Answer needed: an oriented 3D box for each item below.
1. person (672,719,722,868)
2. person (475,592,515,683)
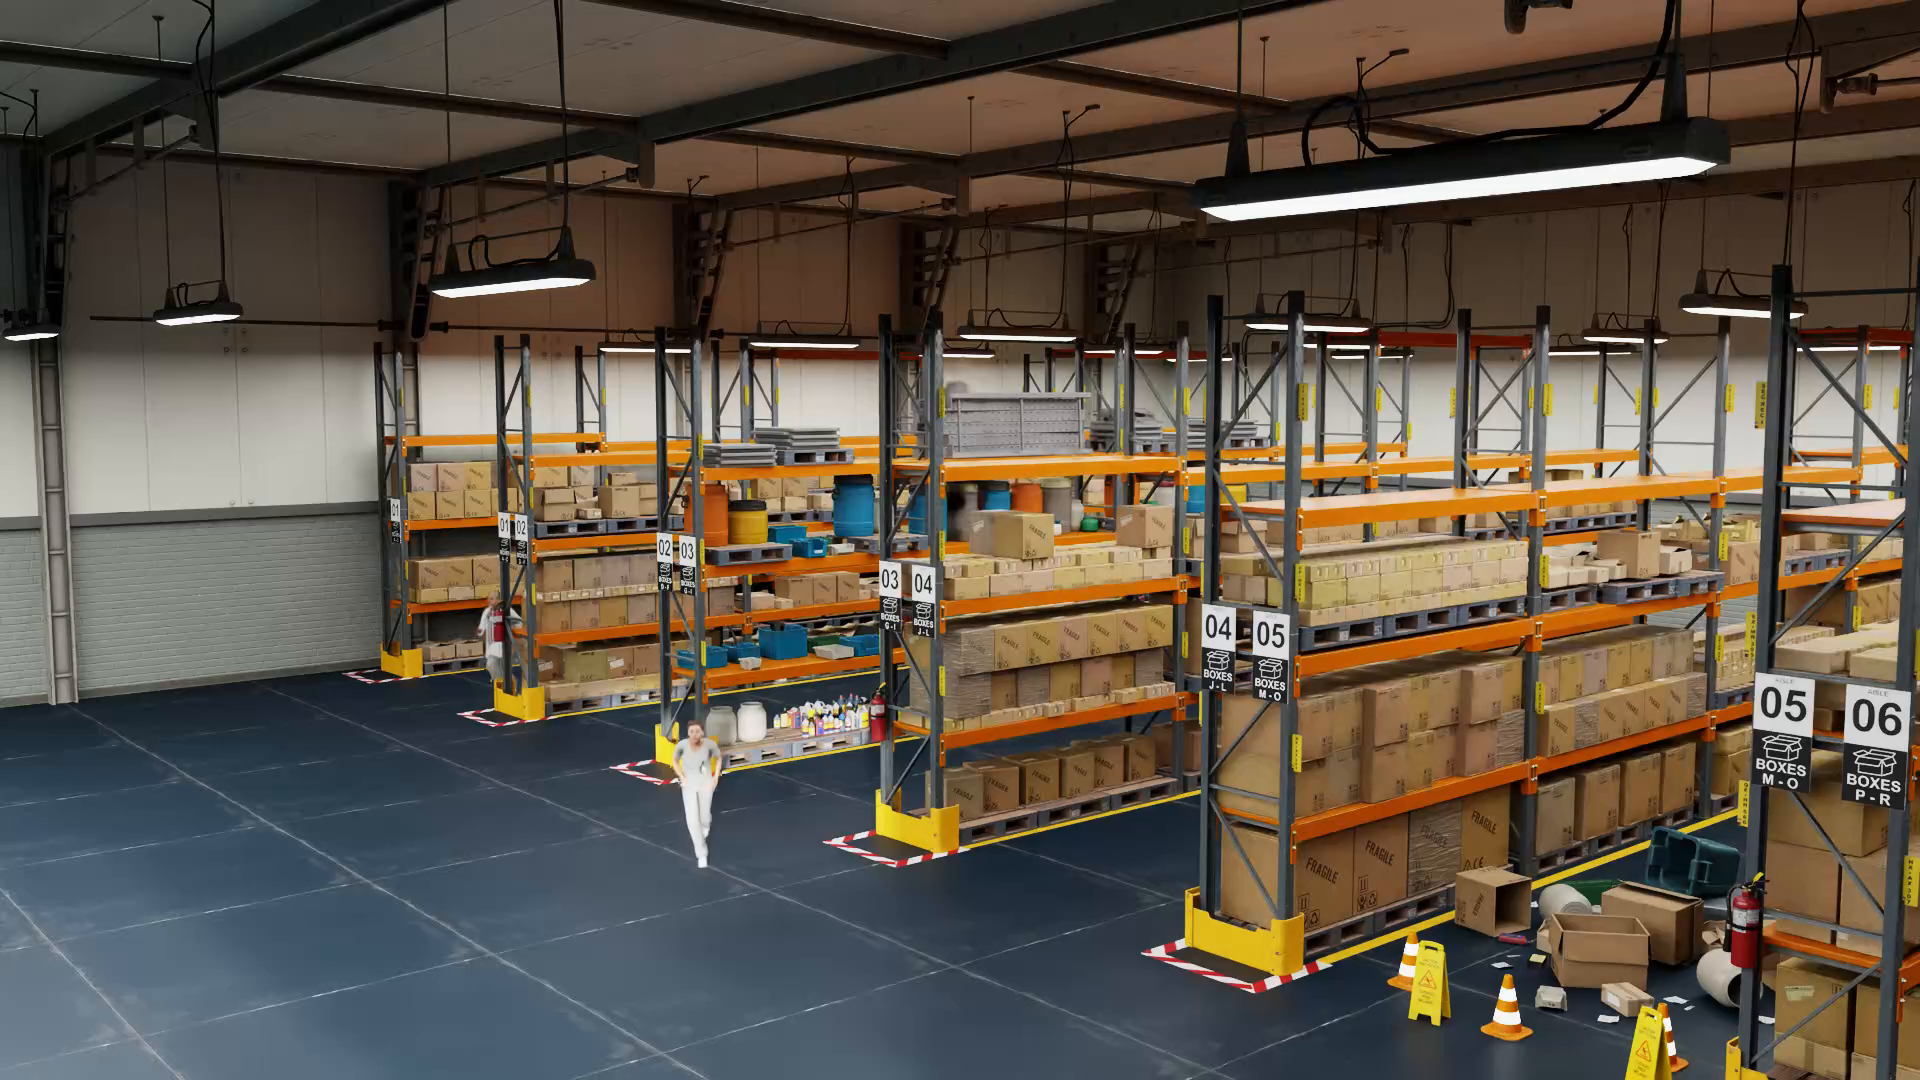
[{"bbox_3d":[-2.875,2.715,18.280,0.538,1.617,0.786,0,5,-1],"label":"person"},{"bbox_3d":[-7.713,1.785,27.664,0.687,1.840,0.773,3,6,33],"label":"person"}]
